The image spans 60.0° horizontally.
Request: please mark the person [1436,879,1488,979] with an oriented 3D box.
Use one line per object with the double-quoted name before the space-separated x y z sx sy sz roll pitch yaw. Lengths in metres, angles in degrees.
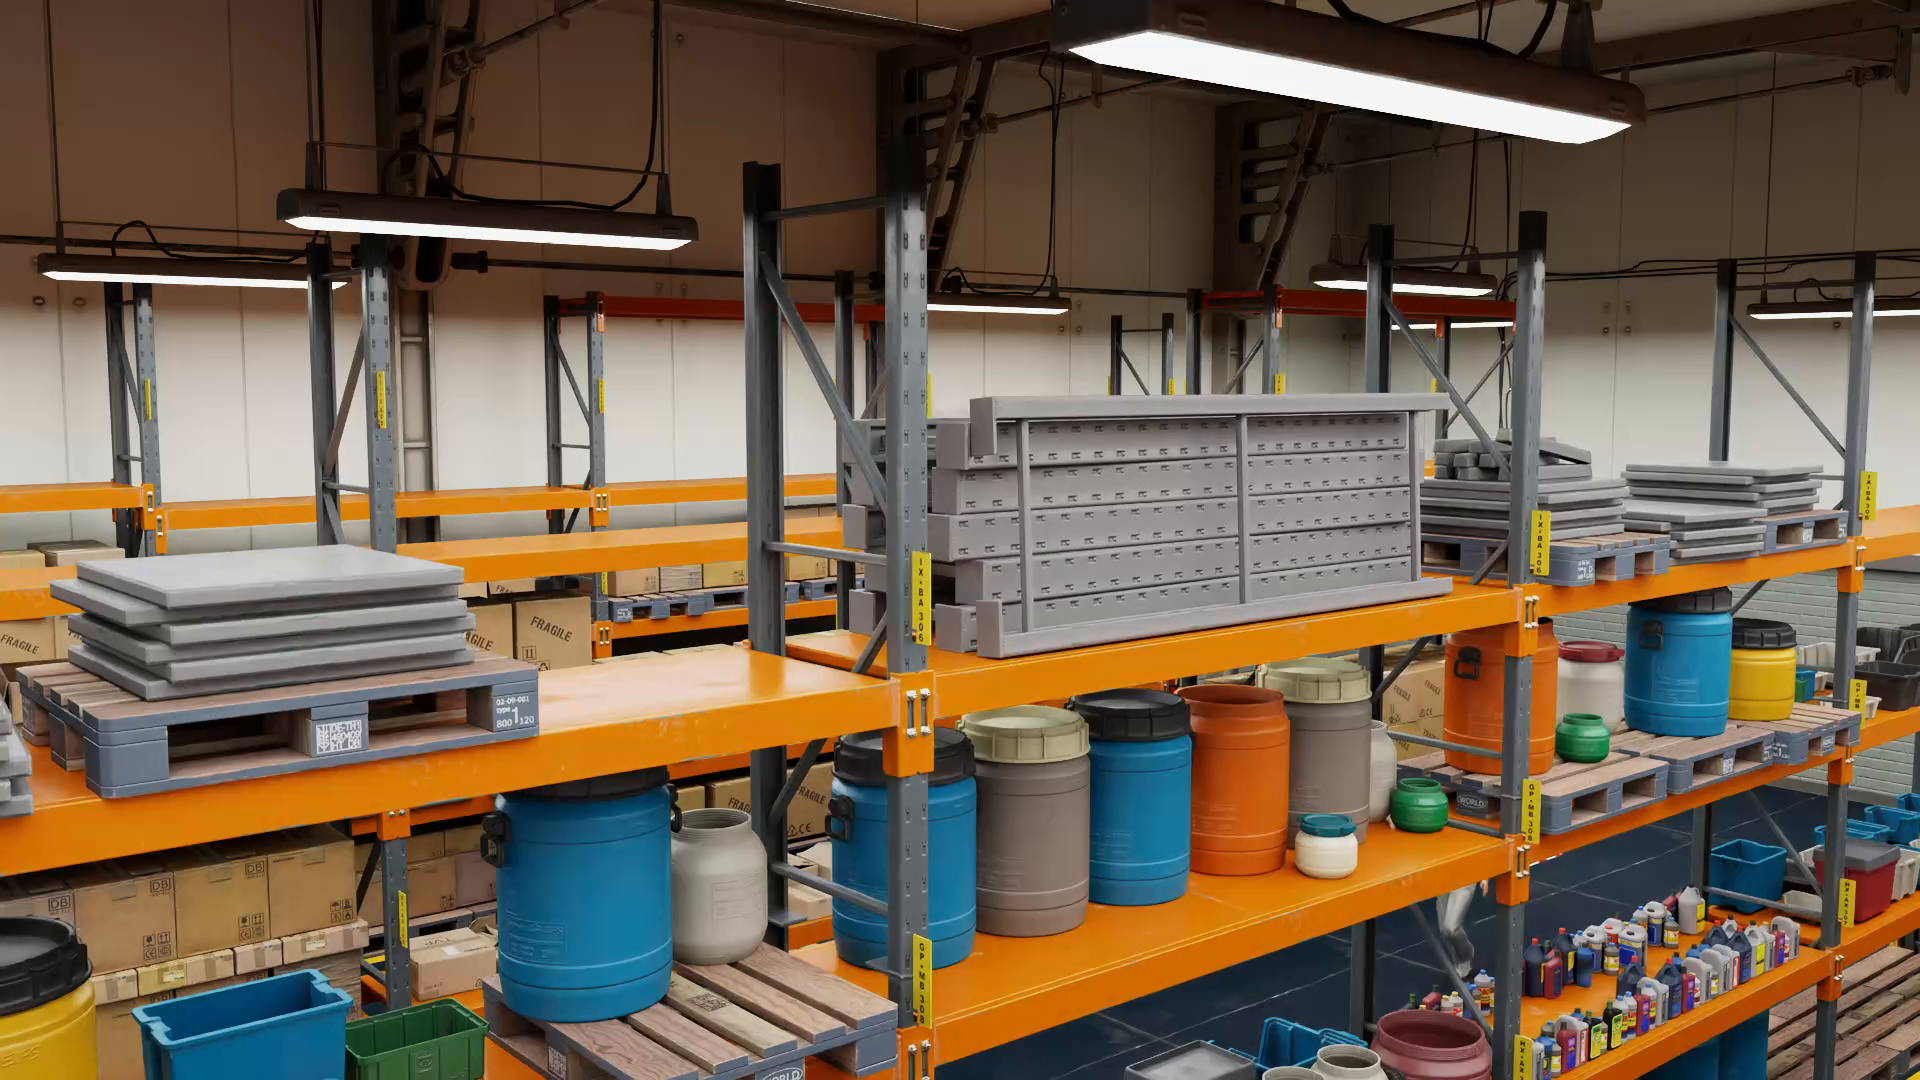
"person" 4.217 2.979 14.180 0.536 1.625 0.701 5 7 42
